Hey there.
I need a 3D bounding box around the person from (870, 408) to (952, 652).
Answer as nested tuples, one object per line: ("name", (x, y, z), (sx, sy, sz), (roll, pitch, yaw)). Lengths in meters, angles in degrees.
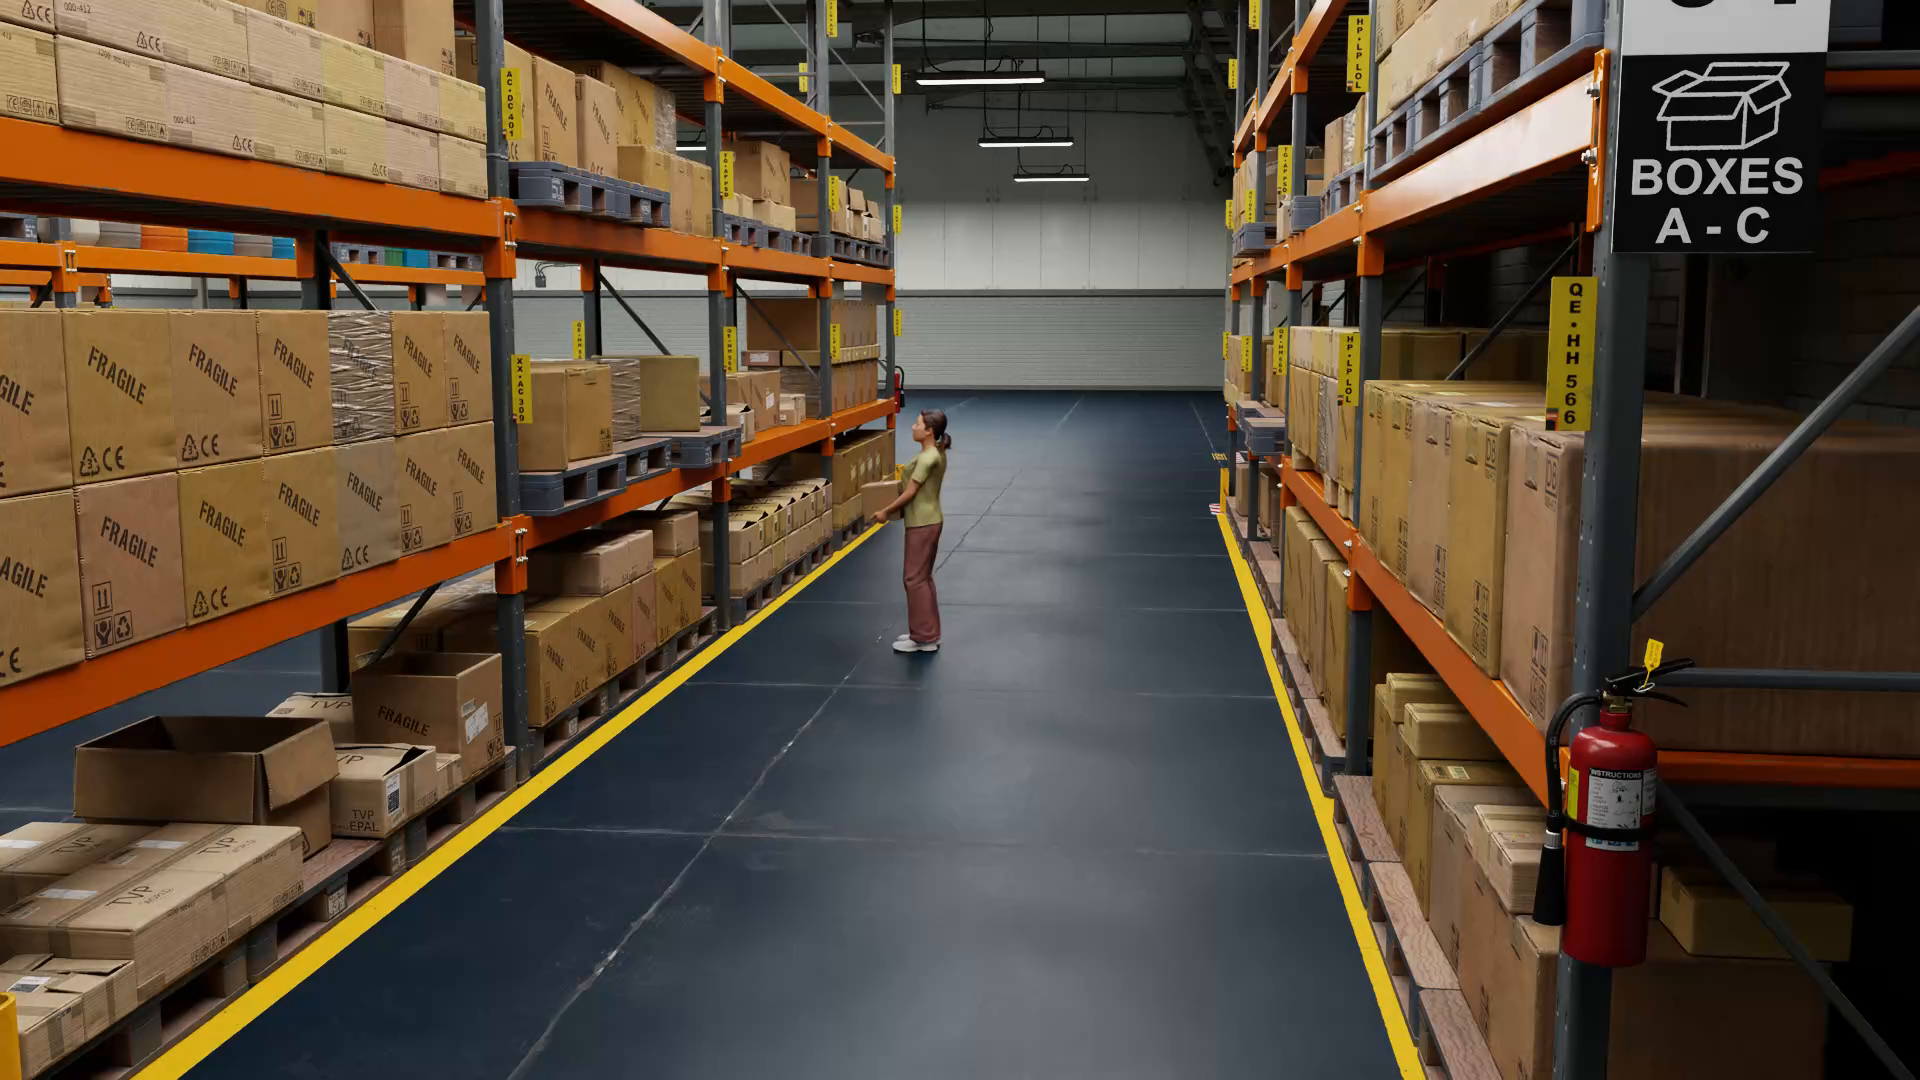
("person", (-0.323, -0.076, 11.408), (0.554, 1.662, 0.426), (1, 8, 7))
